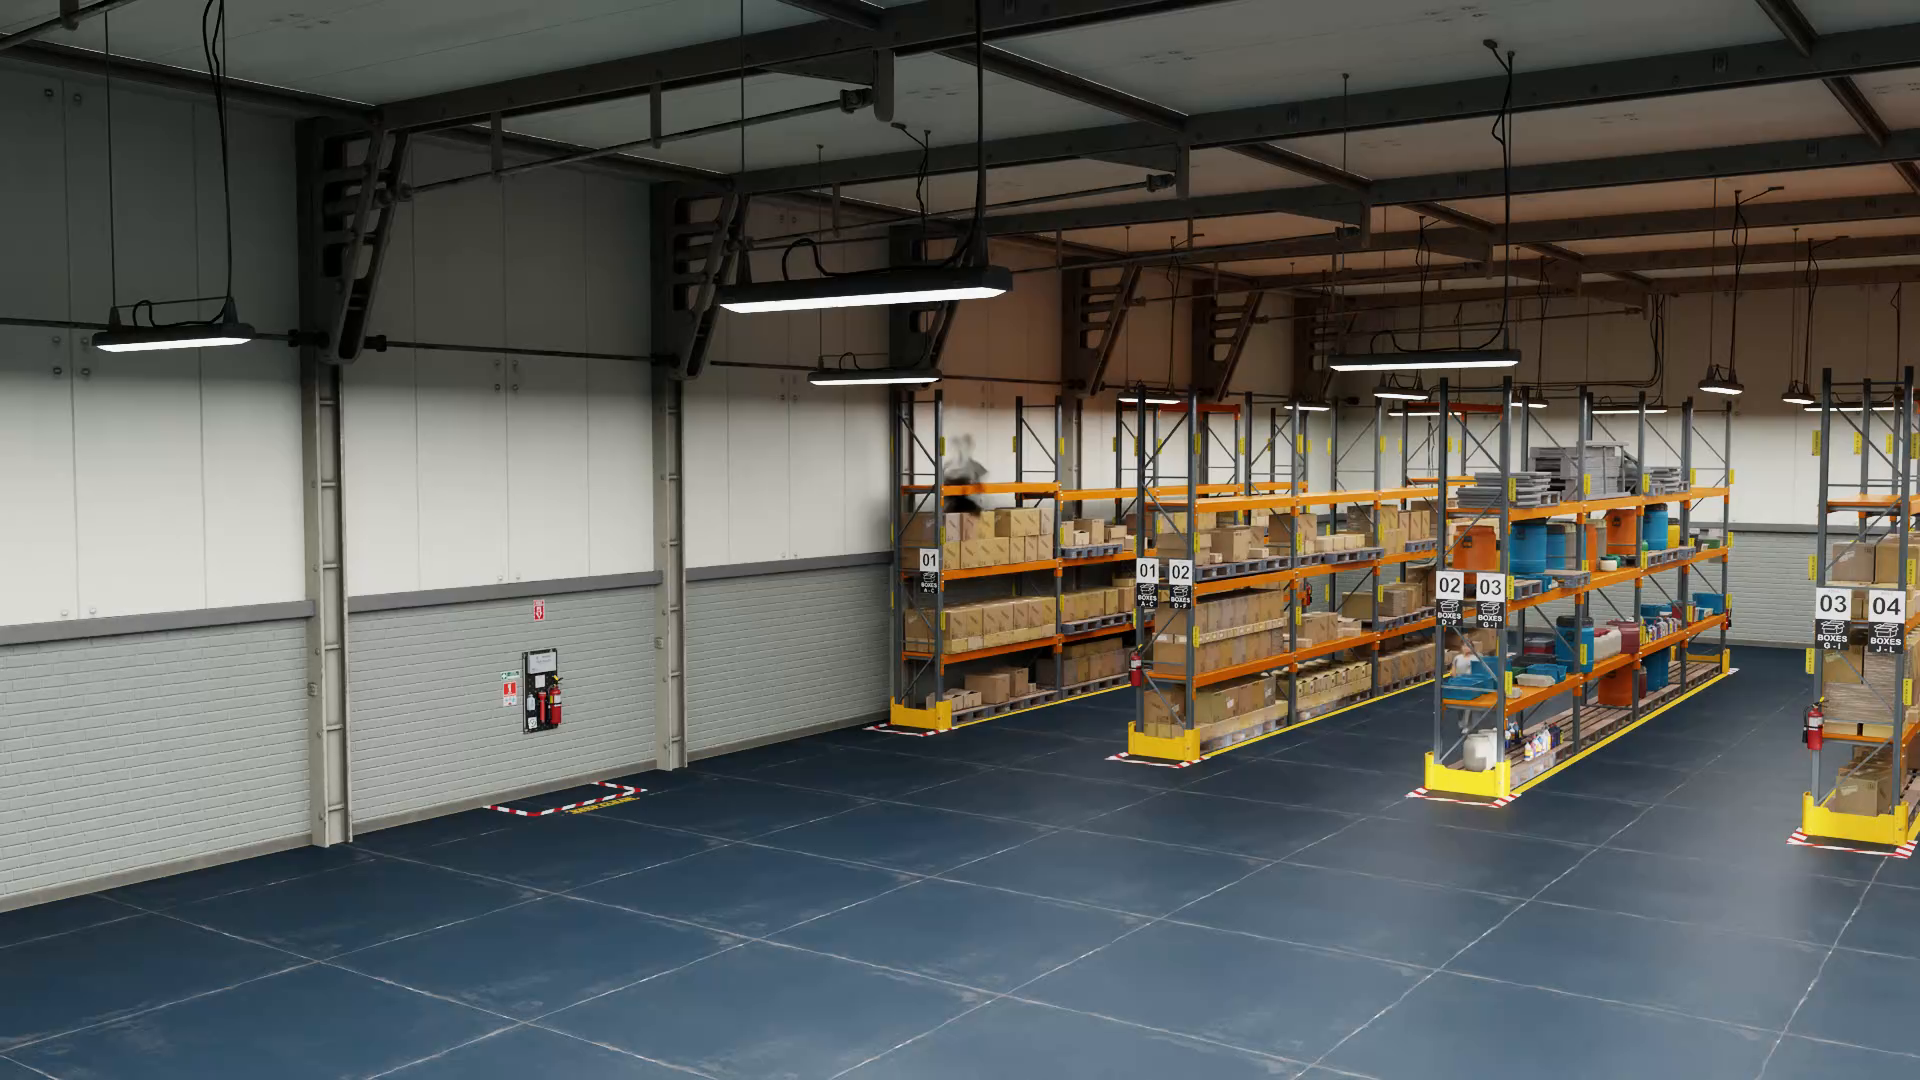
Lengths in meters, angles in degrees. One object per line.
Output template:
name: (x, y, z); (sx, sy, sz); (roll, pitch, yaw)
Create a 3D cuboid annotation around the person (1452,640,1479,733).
person: (8.769, 2.552, 28.906); (0.550, 1.629, 0.565); (2, 4, 30)
